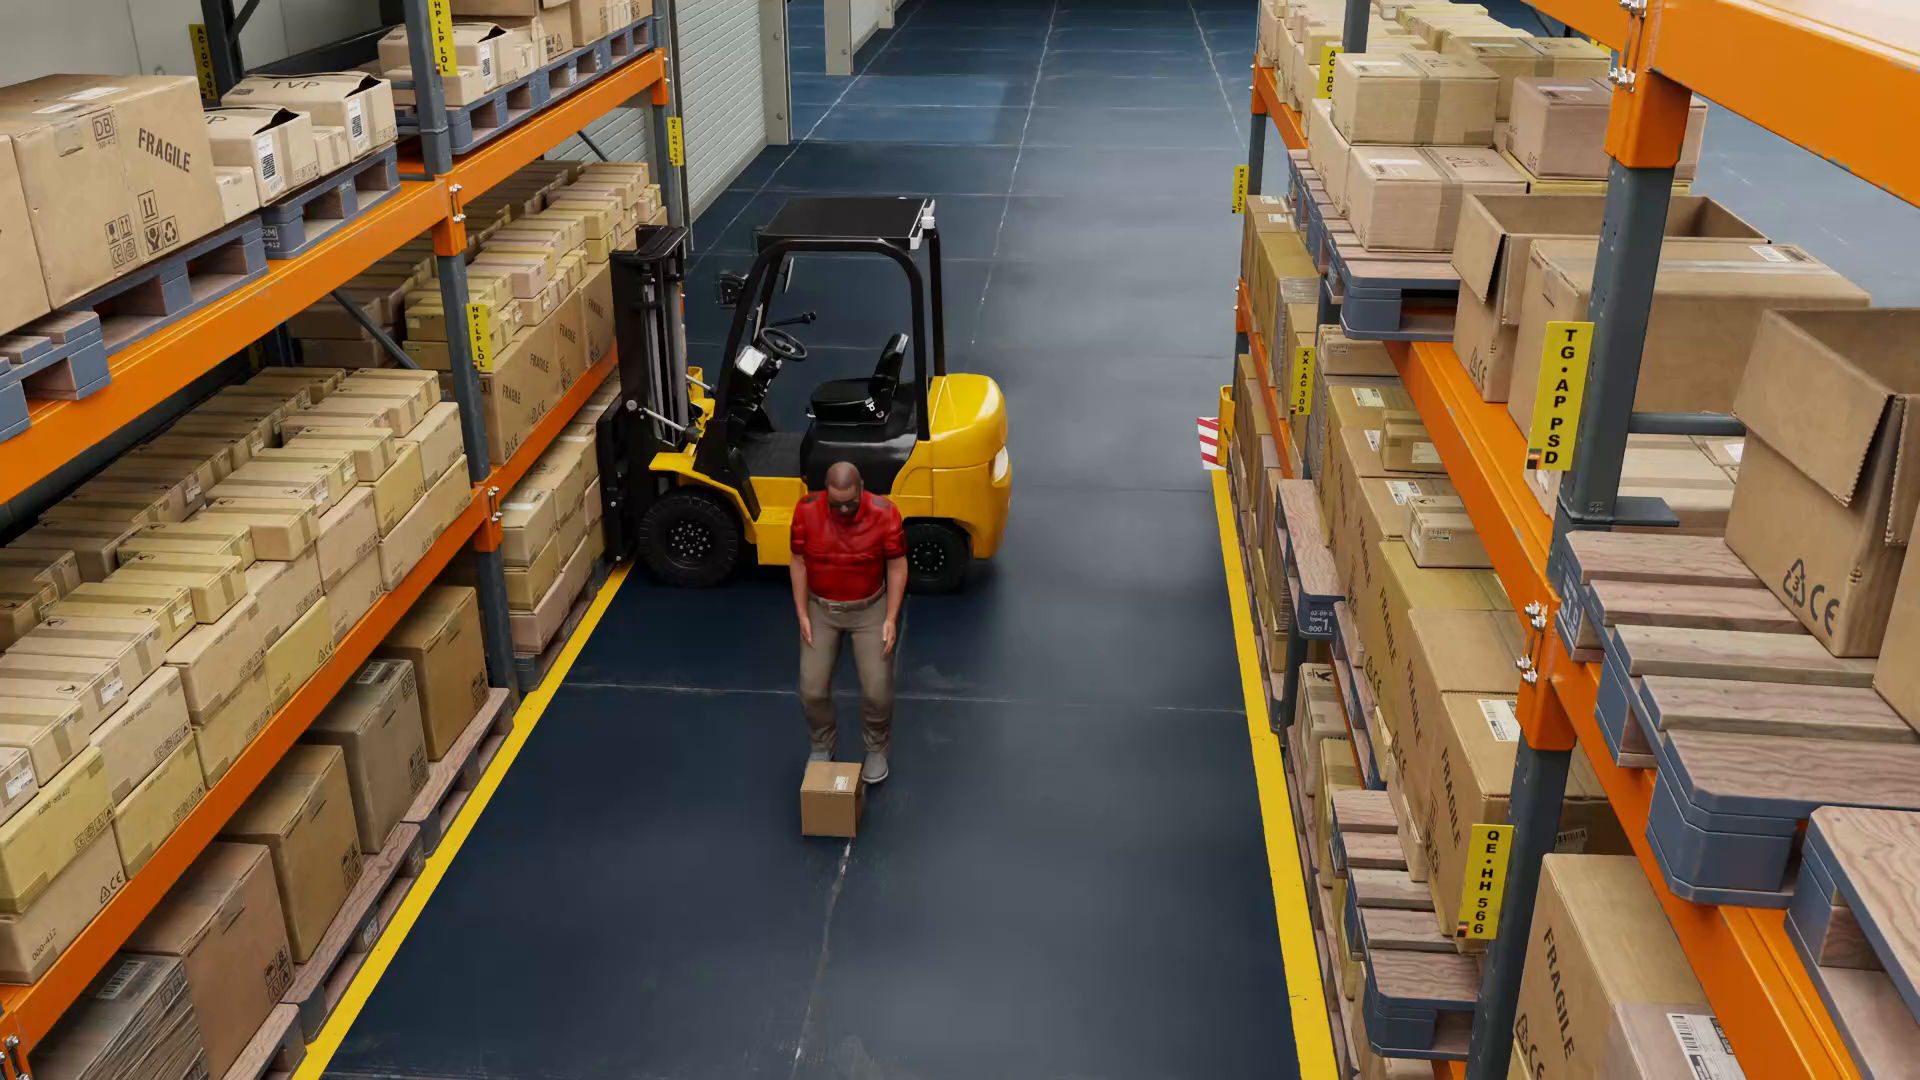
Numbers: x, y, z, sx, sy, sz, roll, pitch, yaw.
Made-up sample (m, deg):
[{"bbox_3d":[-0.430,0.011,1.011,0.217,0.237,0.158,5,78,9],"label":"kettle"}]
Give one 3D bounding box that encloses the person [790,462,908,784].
[{"bbox_3d":[-0.521,0.367,7.910,0.561,1.664,0.441,2,24,5],"label":"person"}]
